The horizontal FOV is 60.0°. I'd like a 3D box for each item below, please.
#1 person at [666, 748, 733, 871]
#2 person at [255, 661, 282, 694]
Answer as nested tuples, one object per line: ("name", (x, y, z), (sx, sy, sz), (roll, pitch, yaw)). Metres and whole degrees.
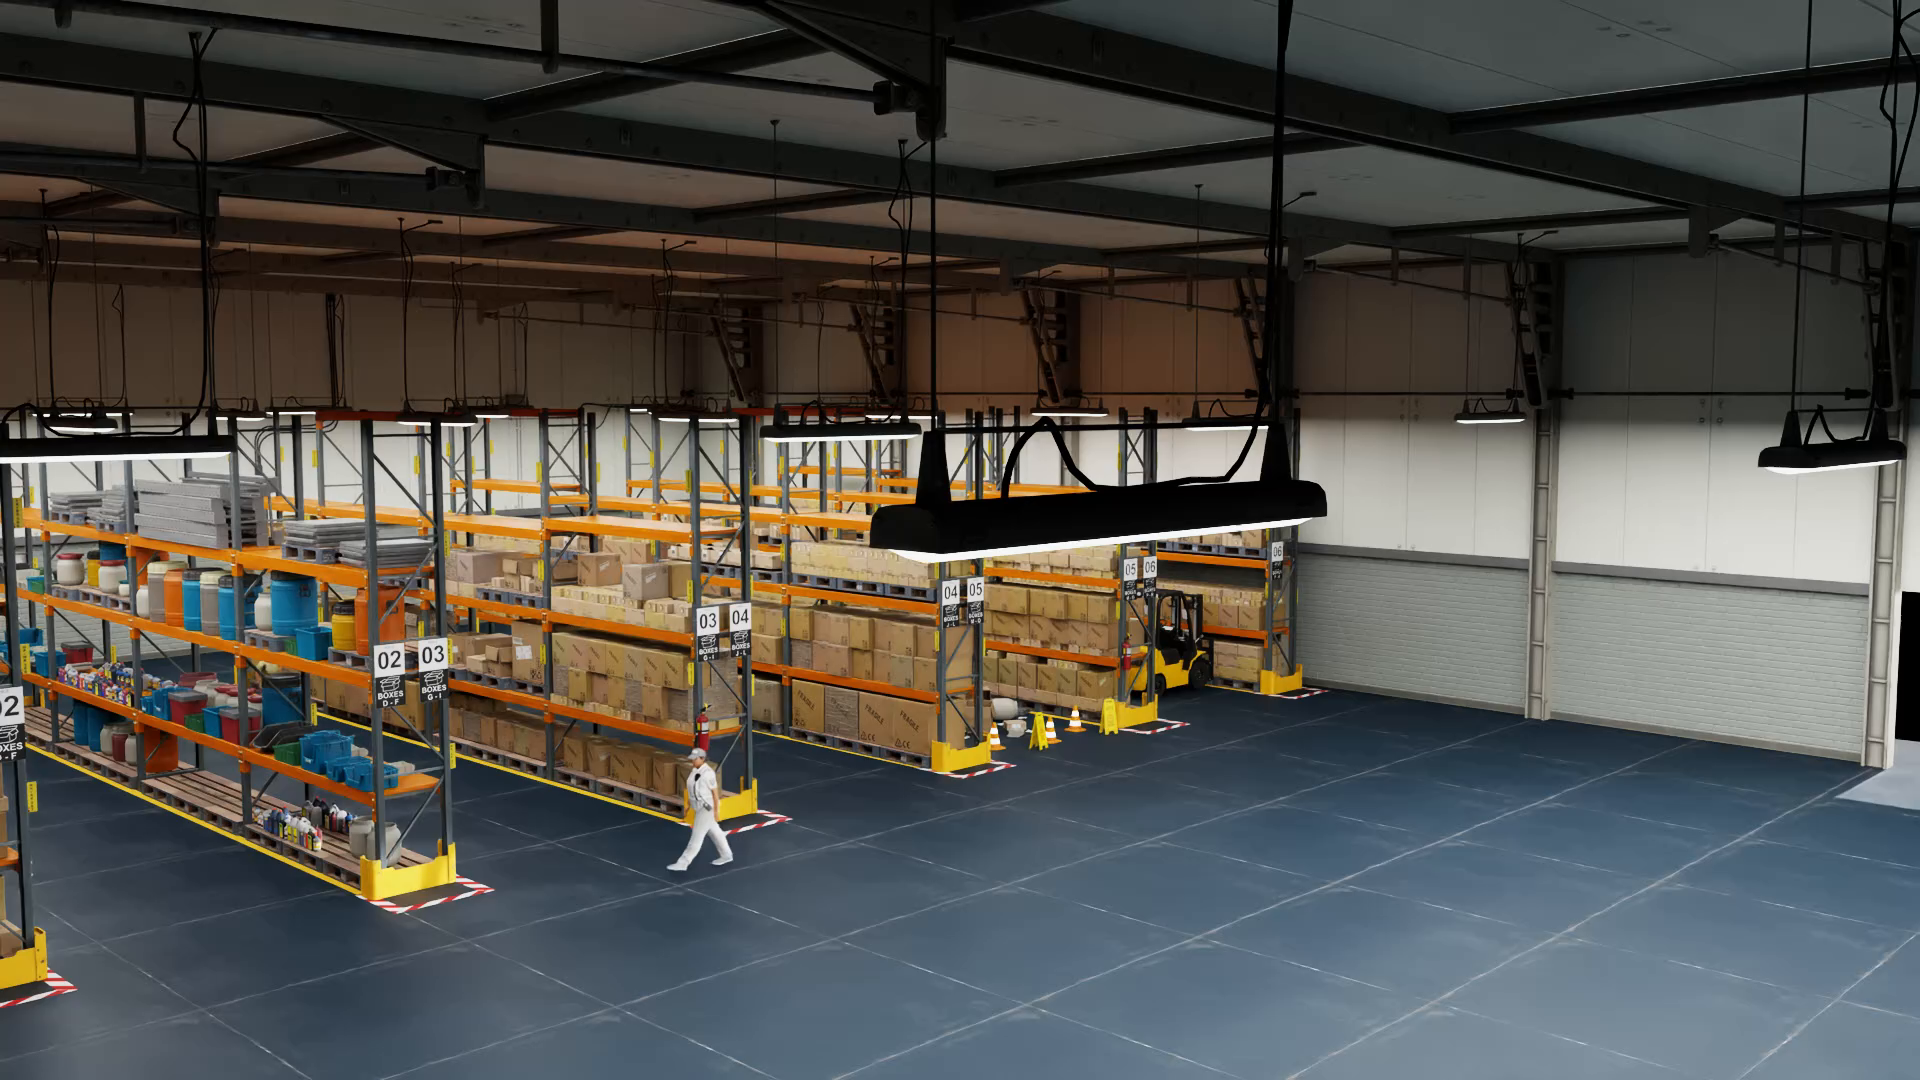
("person", (-3.470, 3.555, 22.019), (0.998, 1.610, 0.524), (-2, 6, -26))
("person", (-13.045, 2.767, 31.393), (0.538, 1.579, 0.691), (-3, 6, -34))
